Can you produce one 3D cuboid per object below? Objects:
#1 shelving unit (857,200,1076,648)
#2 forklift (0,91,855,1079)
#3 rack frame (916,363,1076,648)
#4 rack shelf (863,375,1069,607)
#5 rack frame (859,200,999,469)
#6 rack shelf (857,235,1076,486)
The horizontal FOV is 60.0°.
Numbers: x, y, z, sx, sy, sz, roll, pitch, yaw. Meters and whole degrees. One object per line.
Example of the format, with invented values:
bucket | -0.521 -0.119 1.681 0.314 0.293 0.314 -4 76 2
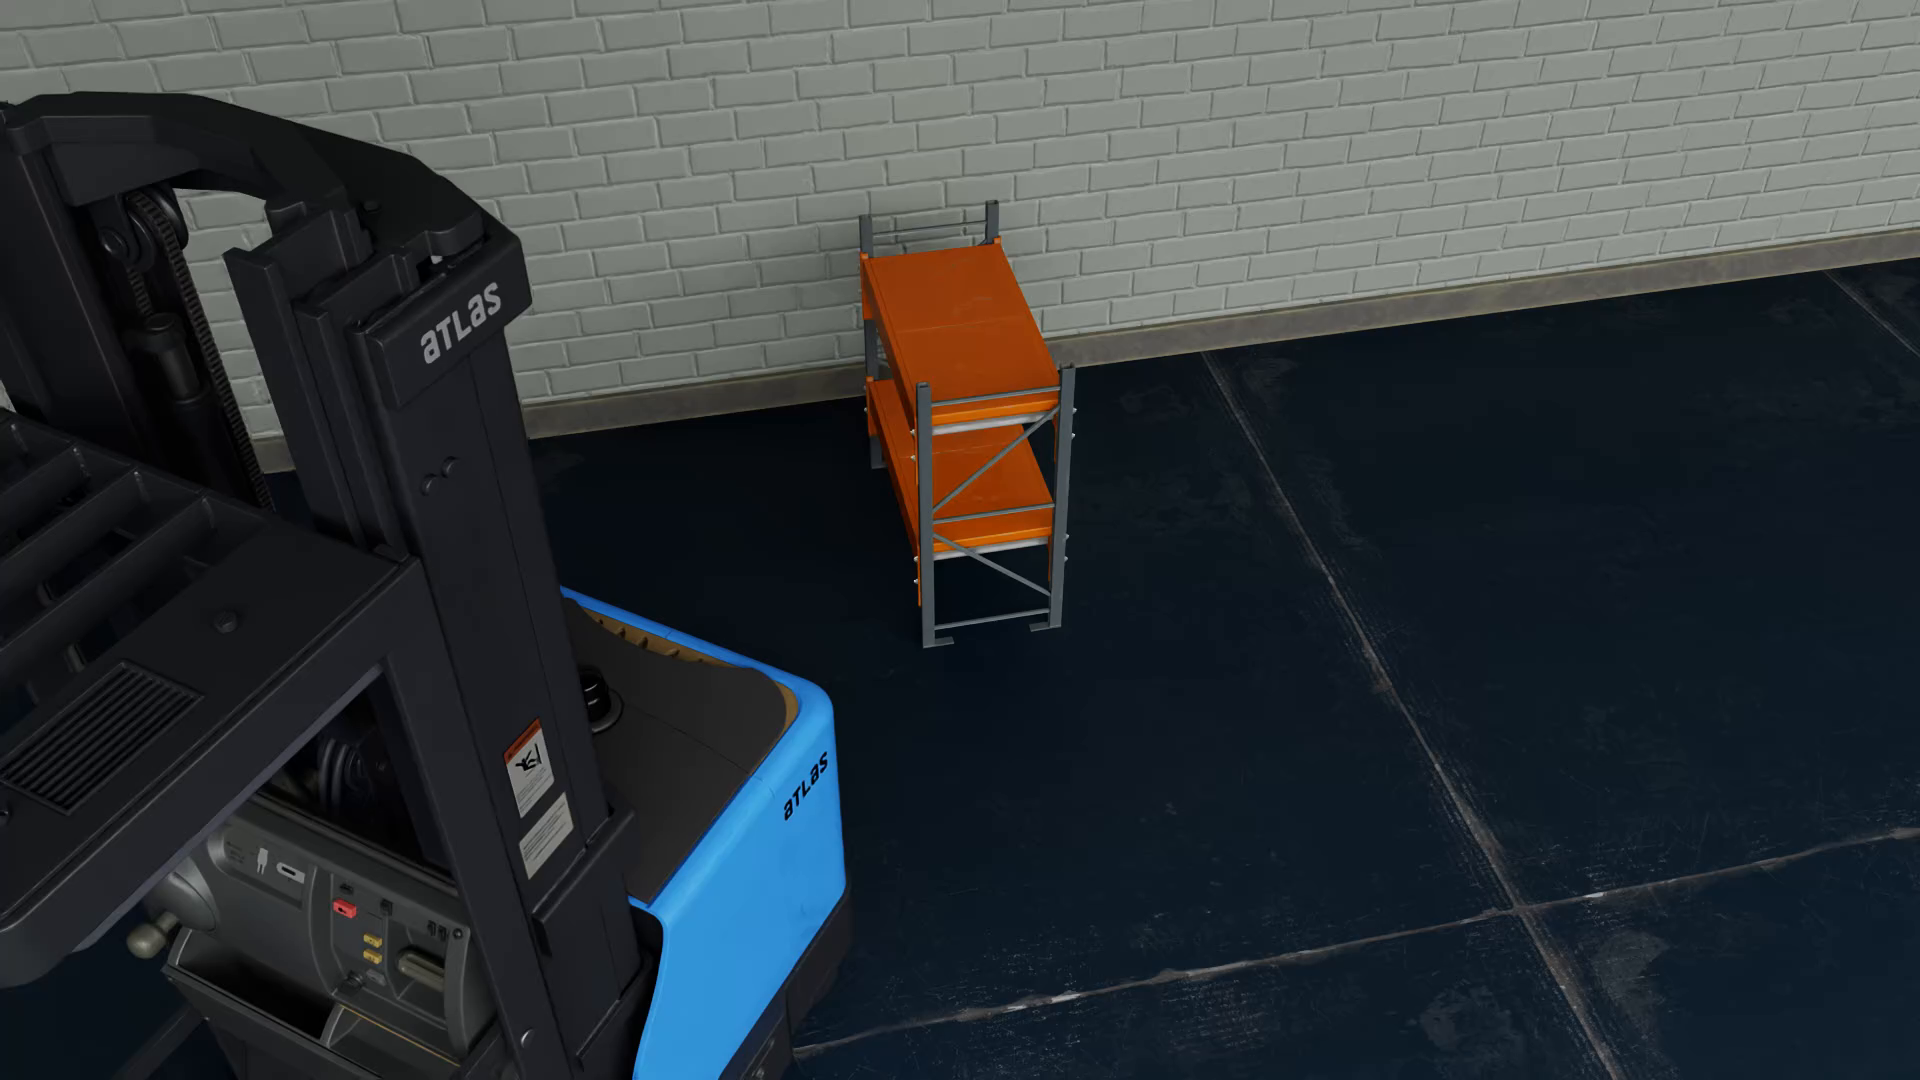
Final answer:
shelving unit | 0.001 -0.416 5.872 0.538 1.125 1.048 -8 42 -9
forklift | -1.423 0.813 3.126 1.130 2.935 3.031 19 45 20
rack frame | 0.111 -0.087 5.500 0.500 1.125 0.032 -8 42 -9
rack shelf | 0.001 -0.233 6.034 0.538 0.278 1.000 -8 42 -9
rack frame | -0.108 -0.746 6.243 0.500 1.125 0.032 -8 42 -9
rack shelf | 0.001 -0.635 5.677 0.538 0.278 1.000 -8 42 -9
